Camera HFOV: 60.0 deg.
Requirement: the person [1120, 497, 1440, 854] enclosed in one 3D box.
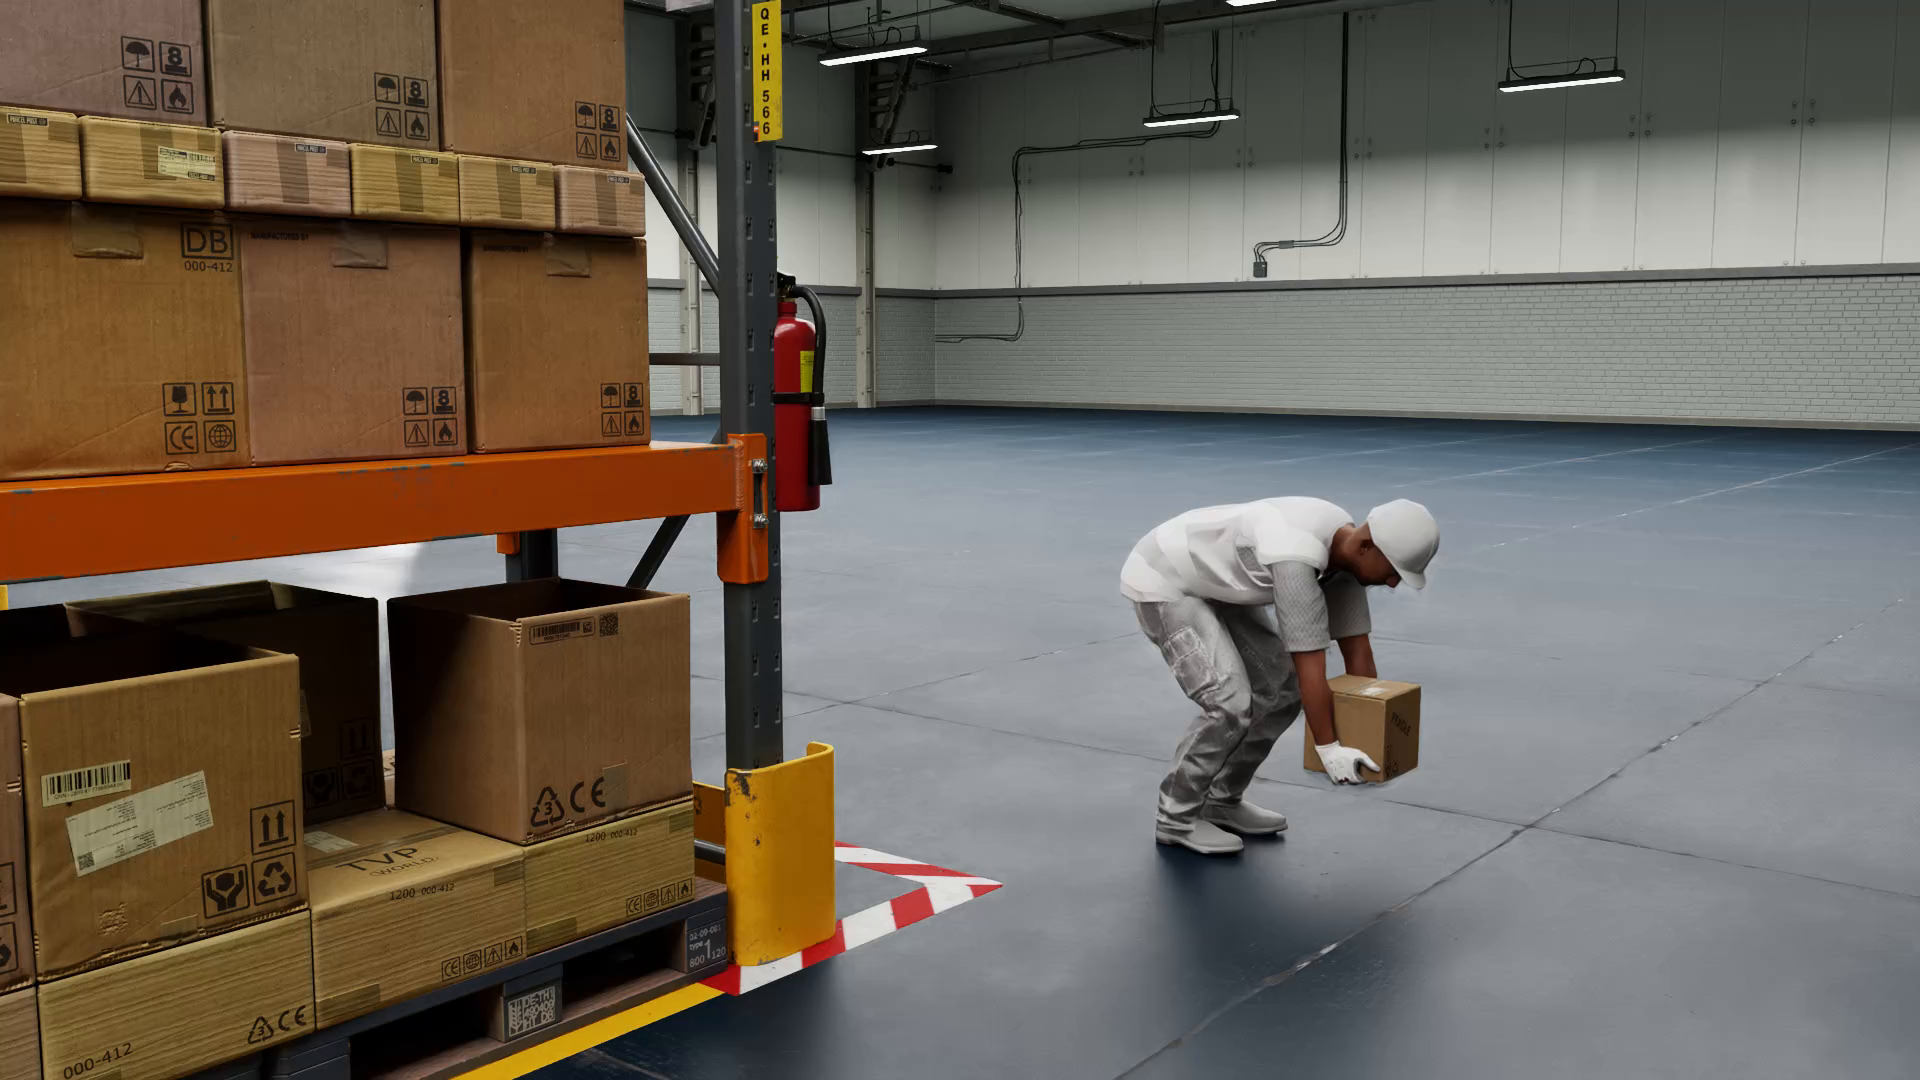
[{"bbox_3d":[0.968,0.405,5.089,0.976,1.103,0.534,5,8,36],"label":"person"}]
